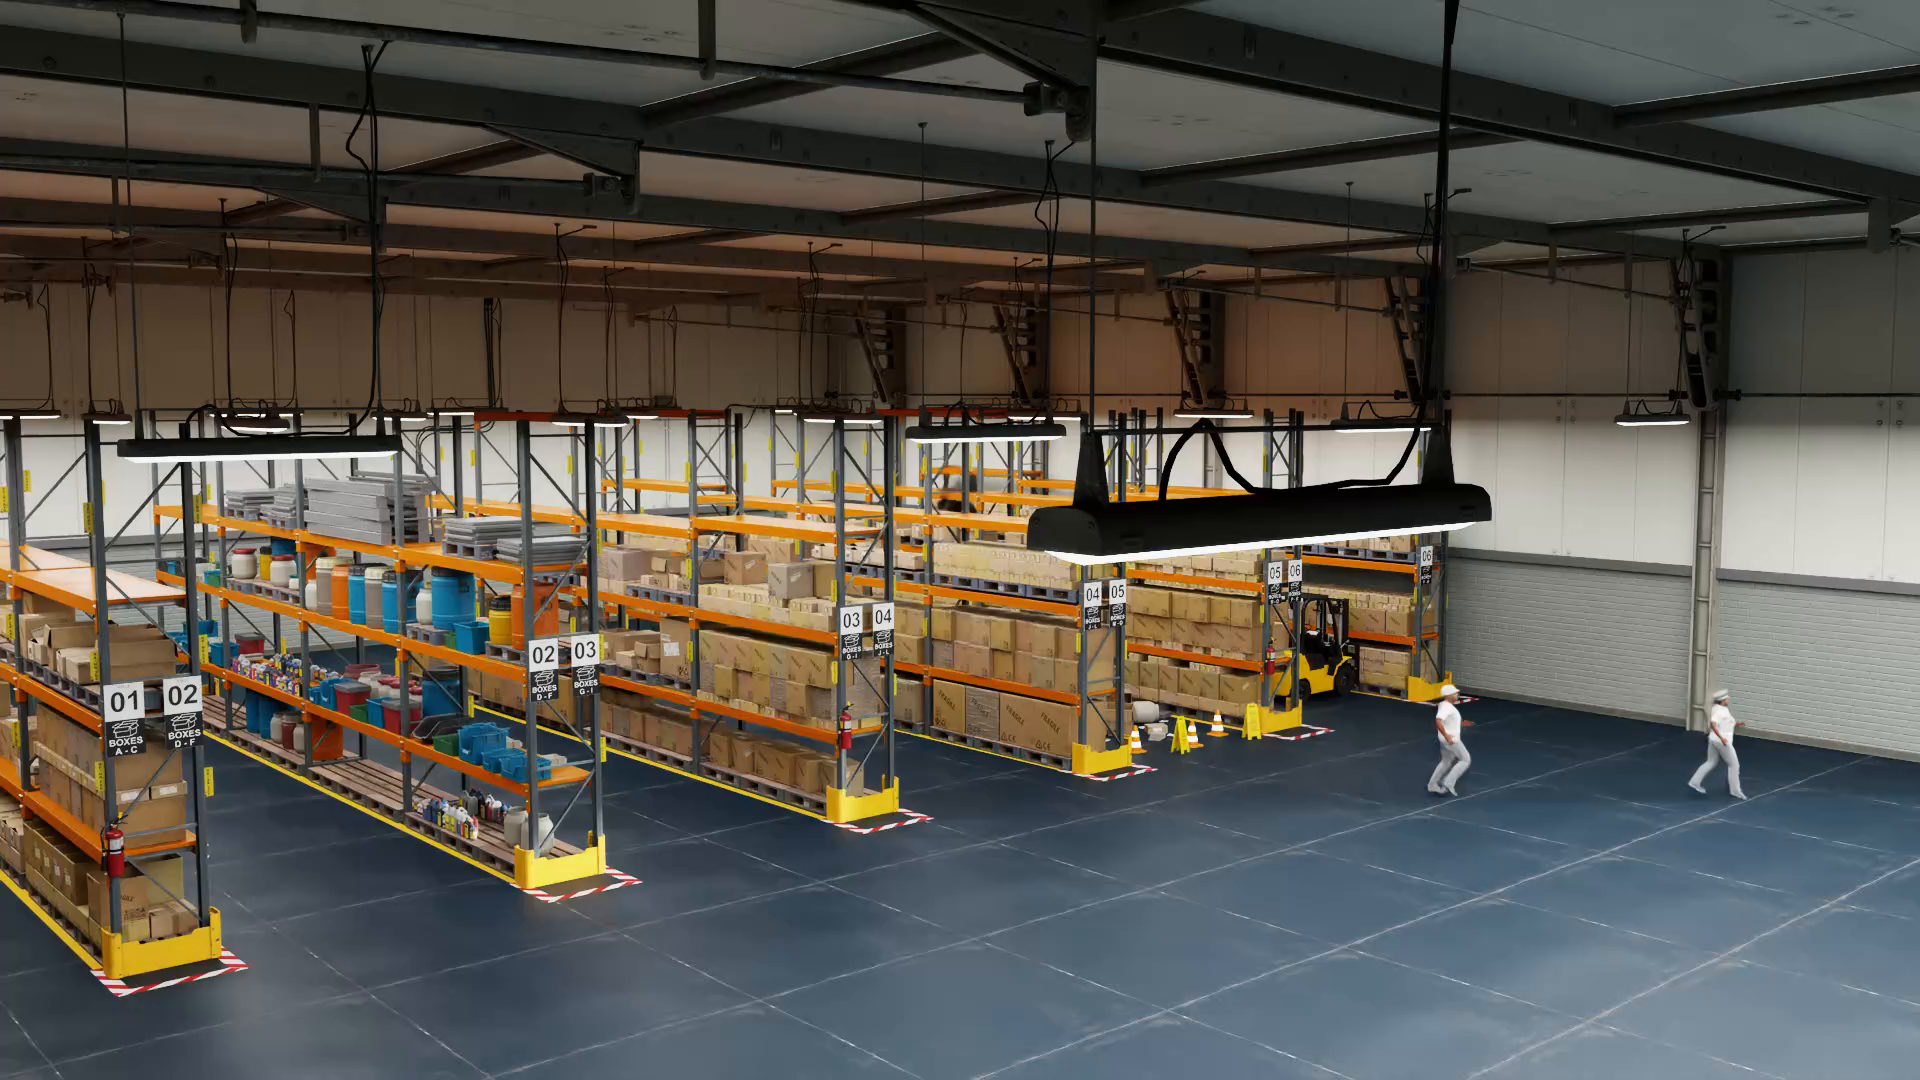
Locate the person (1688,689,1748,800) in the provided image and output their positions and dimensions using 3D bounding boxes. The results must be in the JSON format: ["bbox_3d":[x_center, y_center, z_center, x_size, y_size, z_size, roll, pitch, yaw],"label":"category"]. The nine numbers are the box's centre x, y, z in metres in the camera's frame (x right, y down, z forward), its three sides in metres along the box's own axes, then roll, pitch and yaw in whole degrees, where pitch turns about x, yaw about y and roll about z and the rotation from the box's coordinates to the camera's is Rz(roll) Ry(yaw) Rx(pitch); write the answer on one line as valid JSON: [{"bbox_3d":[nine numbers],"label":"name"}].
[{"bbox_3d":[11.885,3.190,25.991,0.851,1.727,0.563,0,5,3],"label":"person"}]

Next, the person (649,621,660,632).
[{"bbox_3d":[-7.479,1.855,41.200,0.767,1.724,0.712,1,5,15],"label":"person"}]

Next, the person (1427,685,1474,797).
[{"bbox_3d":[7.735,3.155,26.167,0.697,1.765,0.676,0,5,3],"label":"person"}]
